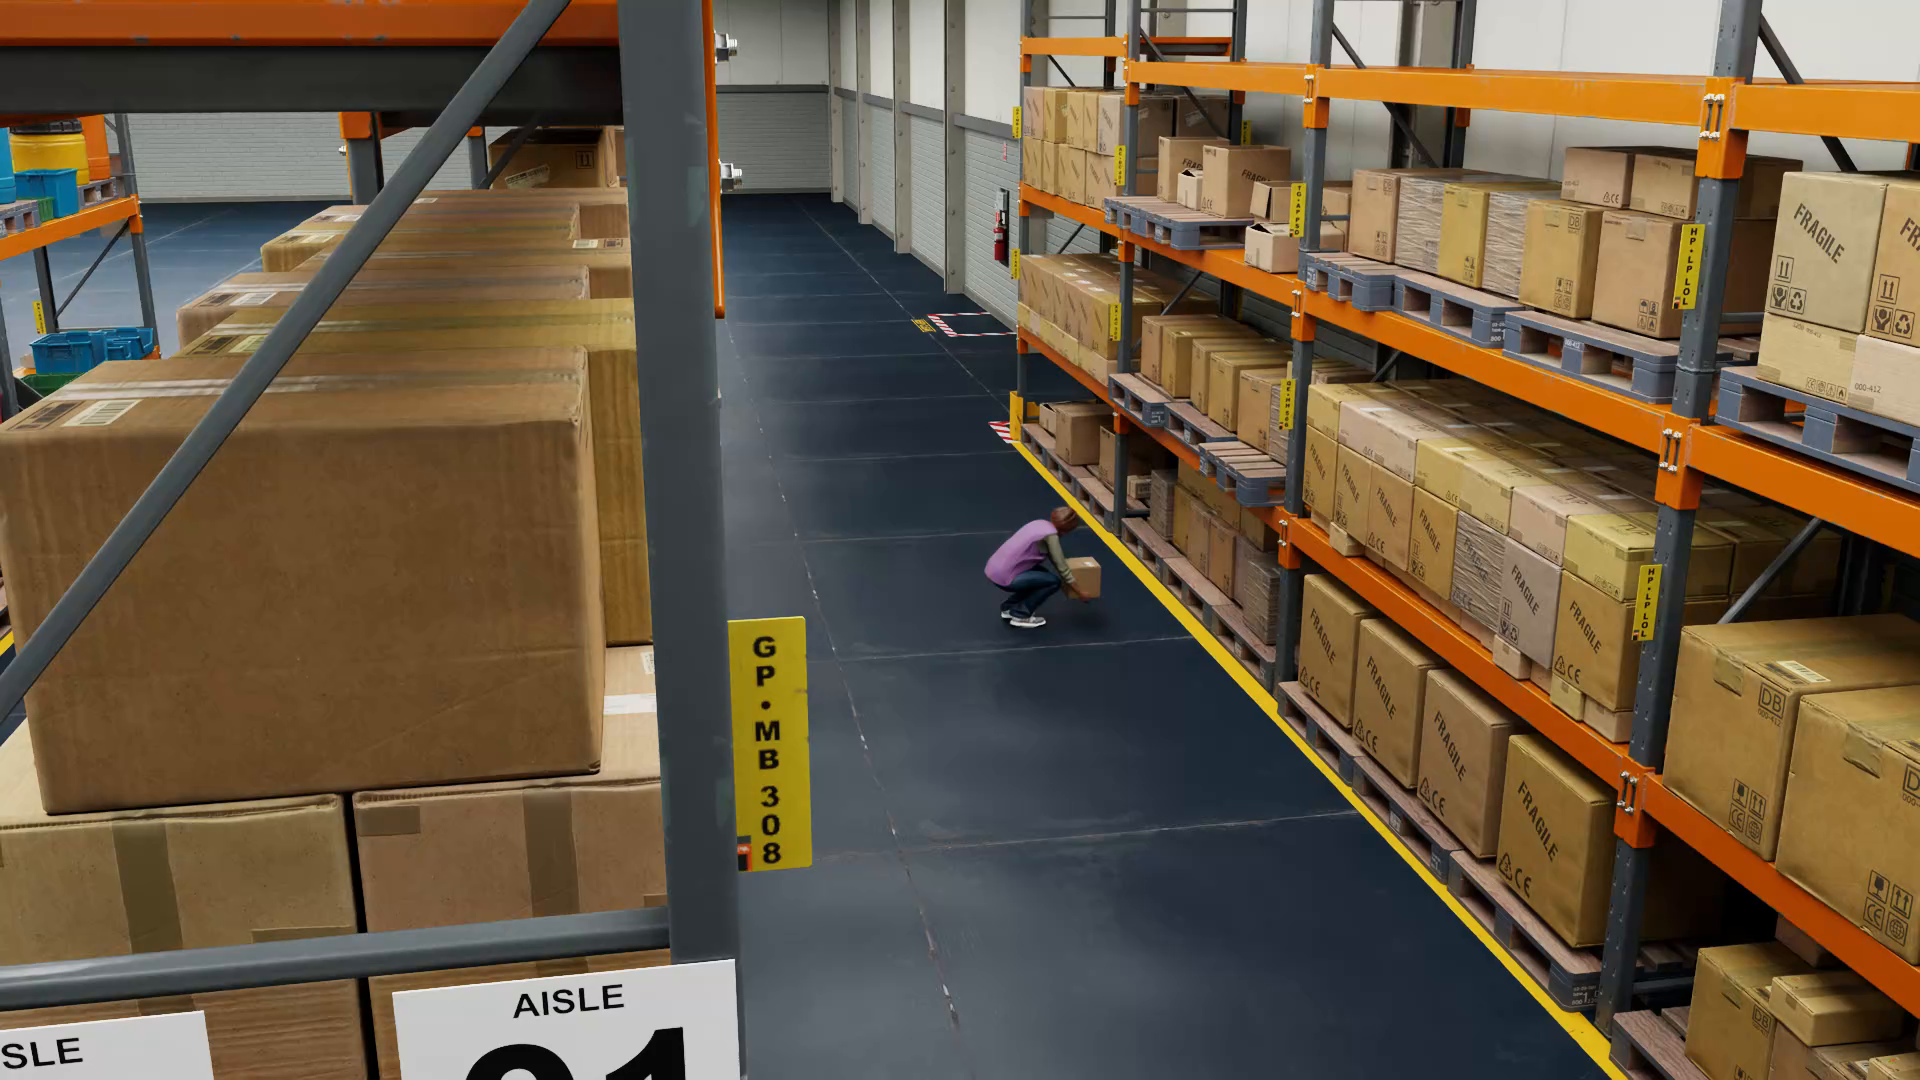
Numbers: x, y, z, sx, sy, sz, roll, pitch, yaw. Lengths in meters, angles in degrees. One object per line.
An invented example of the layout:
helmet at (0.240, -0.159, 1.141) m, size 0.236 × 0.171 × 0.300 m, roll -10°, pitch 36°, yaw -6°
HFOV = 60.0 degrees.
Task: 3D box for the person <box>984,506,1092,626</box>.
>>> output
person at (0.585, 0.201, 12.655) m, size 0.811 × 0.875 × 0.458 m, roll -3°, pitch 17°, yaw -10°
